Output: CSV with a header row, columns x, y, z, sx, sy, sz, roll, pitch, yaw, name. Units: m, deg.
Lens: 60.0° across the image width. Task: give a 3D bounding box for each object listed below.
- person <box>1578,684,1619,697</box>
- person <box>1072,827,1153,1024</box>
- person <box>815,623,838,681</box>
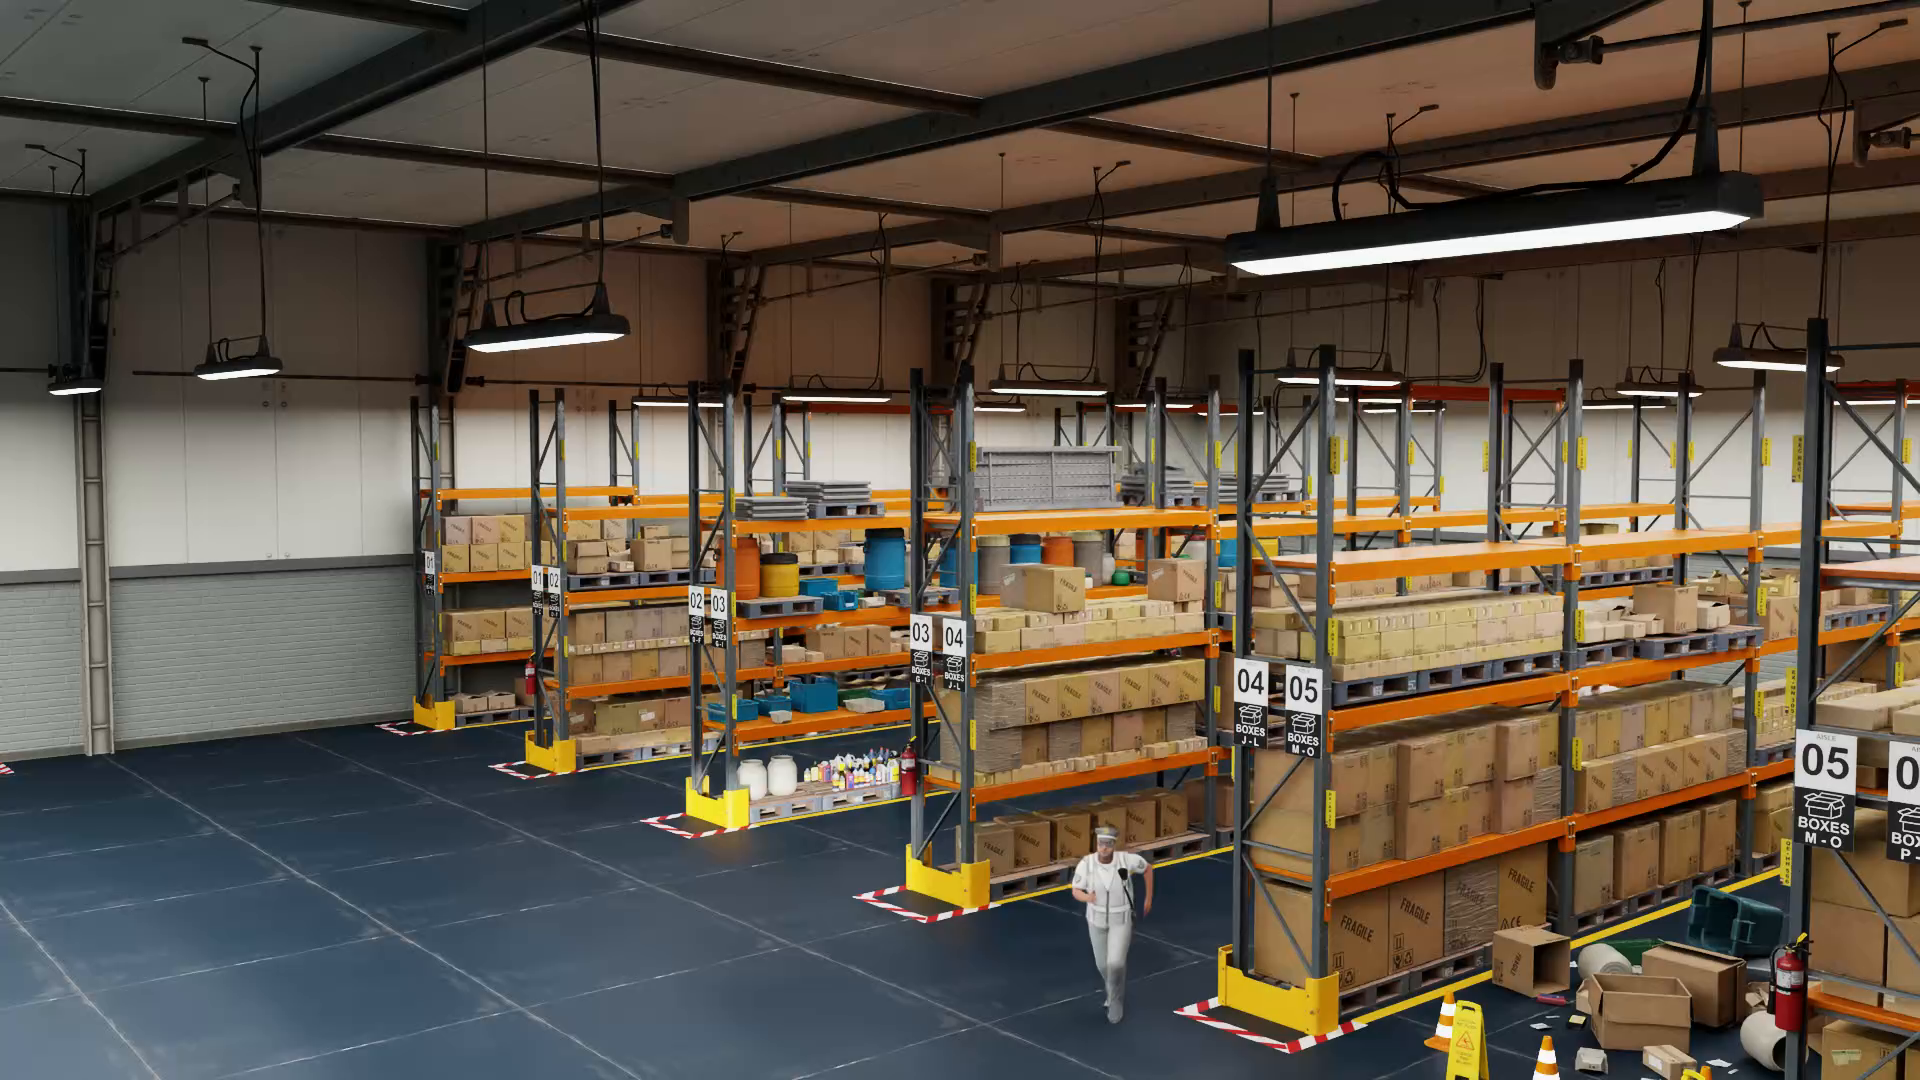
x,y,z,sx,sy,sz,roll,pitch,yaw,name
9.495,2.817,24.745,0.739,1.798,1.100,3,5,44,person
1.348,3.408,14.833,0.694,1.773,0.812,1,3,14,person
-2.682,2.118,32.882,0.486,1.658,0.630,-3,5,-45,person
